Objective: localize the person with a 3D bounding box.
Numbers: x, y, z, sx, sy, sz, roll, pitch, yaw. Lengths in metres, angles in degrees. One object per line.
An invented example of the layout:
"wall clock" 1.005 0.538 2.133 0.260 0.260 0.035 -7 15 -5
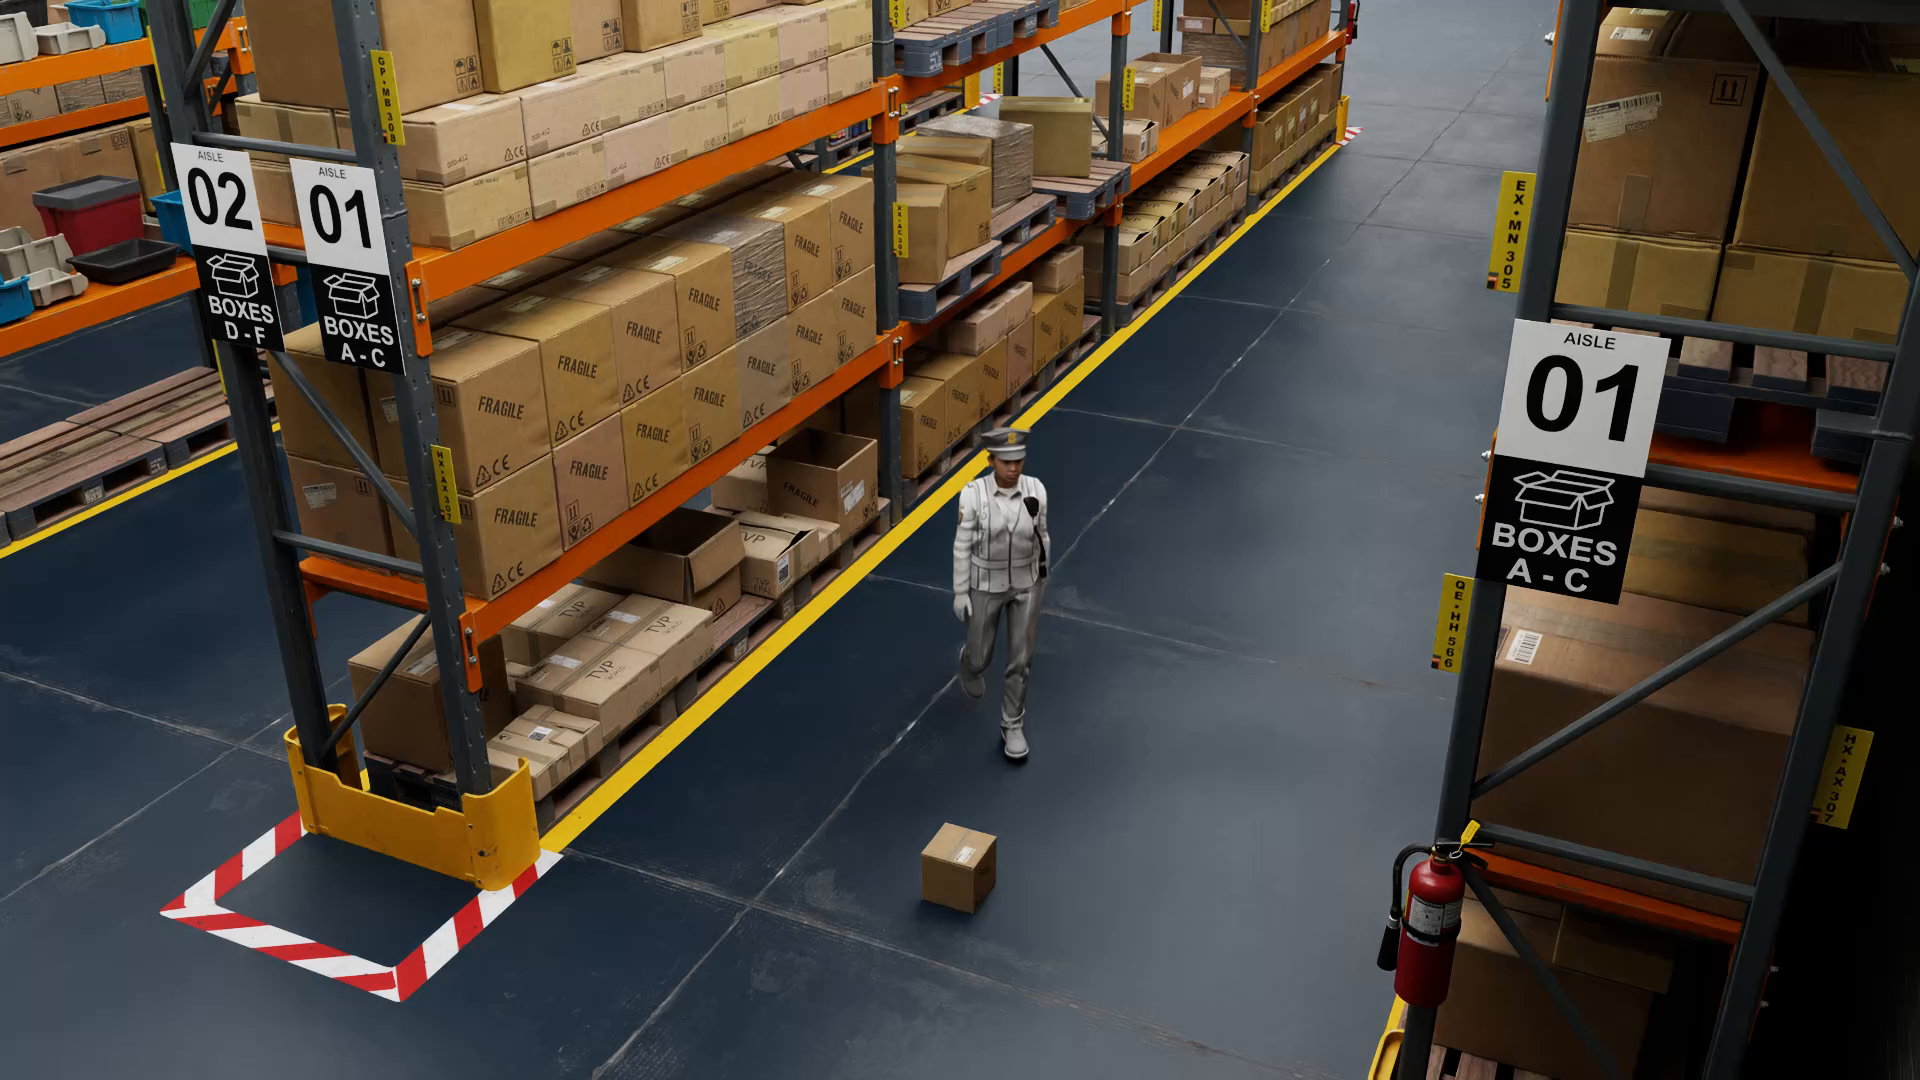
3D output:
"person" 0.202 0.202 8.142 0.493 1.670 0.680 -5 27 -10
